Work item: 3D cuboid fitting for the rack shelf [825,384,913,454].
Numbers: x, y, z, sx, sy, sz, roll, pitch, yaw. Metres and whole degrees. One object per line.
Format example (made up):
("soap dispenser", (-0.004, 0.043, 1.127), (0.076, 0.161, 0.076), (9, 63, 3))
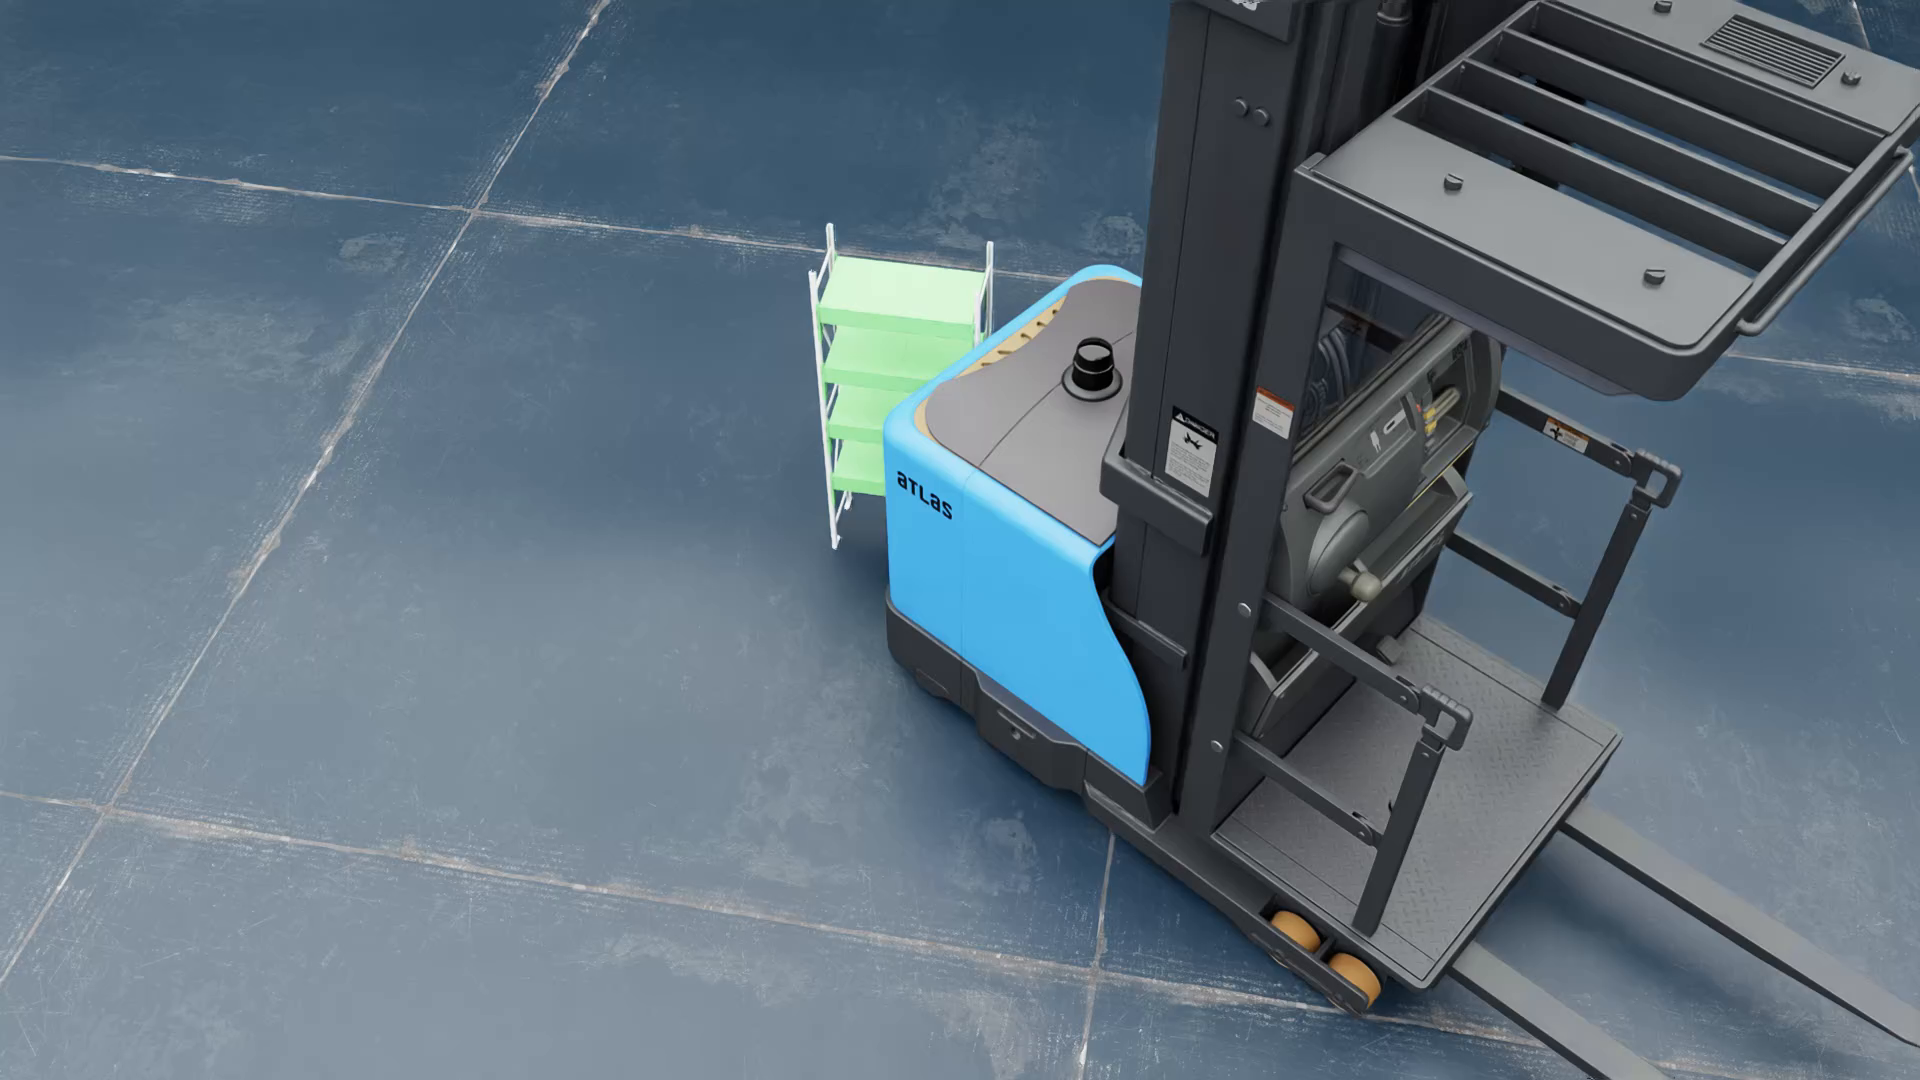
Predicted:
("rack shelf", (-0.170, -0.385, 5.375), (0.480, 0.148, 0.258), (8, 49, 7))

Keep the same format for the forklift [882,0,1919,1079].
("forklift", (1.195, -0.127, 3.894), (3.031, 2.935, 1.130), (34, 56, 27))

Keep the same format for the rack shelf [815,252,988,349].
("rack shelf", (-0.171, -0.706, 5.018), (0.480, 0.148, 0.258), (8, 49, 7))

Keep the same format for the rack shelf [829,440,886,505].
("rack shelf", (-0.170, -0.225, 5.554), (0.480, 0.148, 0.258), (8, 49, 7))

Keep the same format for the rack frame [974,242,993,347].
("rack frame", (0.070, -0.396, 5.299), (0.015, 1.200, 0.240), (8, 49, 7))

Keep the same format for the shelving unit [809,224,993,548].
("shelving unit", (-0.170, -0.428, 5.328), (0.503, 1.200, 0.258), (8, 49, 7))

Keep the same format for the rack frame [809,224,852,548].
("rack frame", (-0.411, -0.460, 5.357), (0.015, 1.200, 0.240), (8, 49, 7))

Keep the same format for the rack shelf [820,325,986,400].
("rack shelf", (-0.171, -0.546, 5.197), (0.480, 0.148, 0.258), (8, 49, 7))
